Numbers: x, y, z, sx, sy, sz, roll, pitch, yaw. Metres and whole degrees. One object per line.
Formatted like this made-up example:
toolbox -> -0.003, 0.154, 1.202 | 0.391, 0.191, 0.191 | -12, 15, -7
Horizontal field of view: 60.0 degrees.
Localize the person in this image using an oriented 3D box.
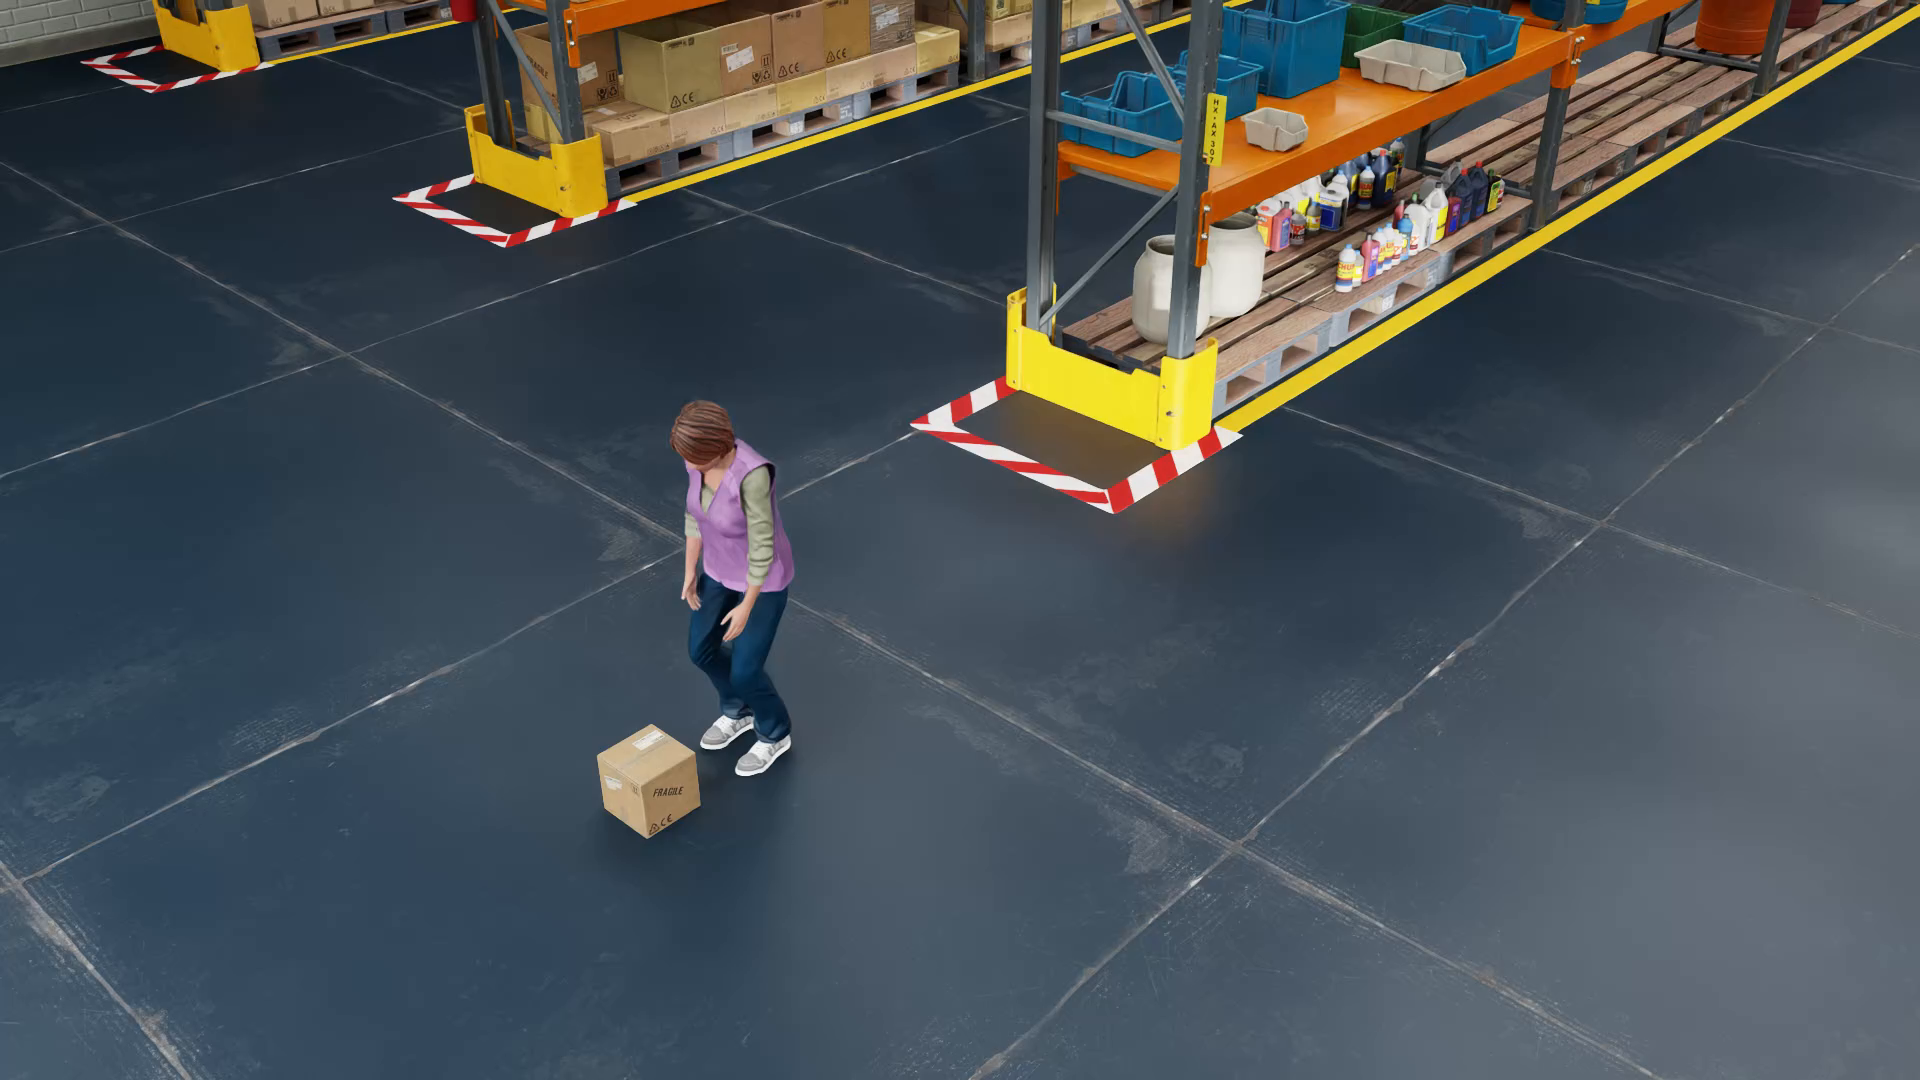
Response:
person -> -0.793, 0.176, 5.970 | 0.437, 1.491, 0.437 | 27, 41, 36
